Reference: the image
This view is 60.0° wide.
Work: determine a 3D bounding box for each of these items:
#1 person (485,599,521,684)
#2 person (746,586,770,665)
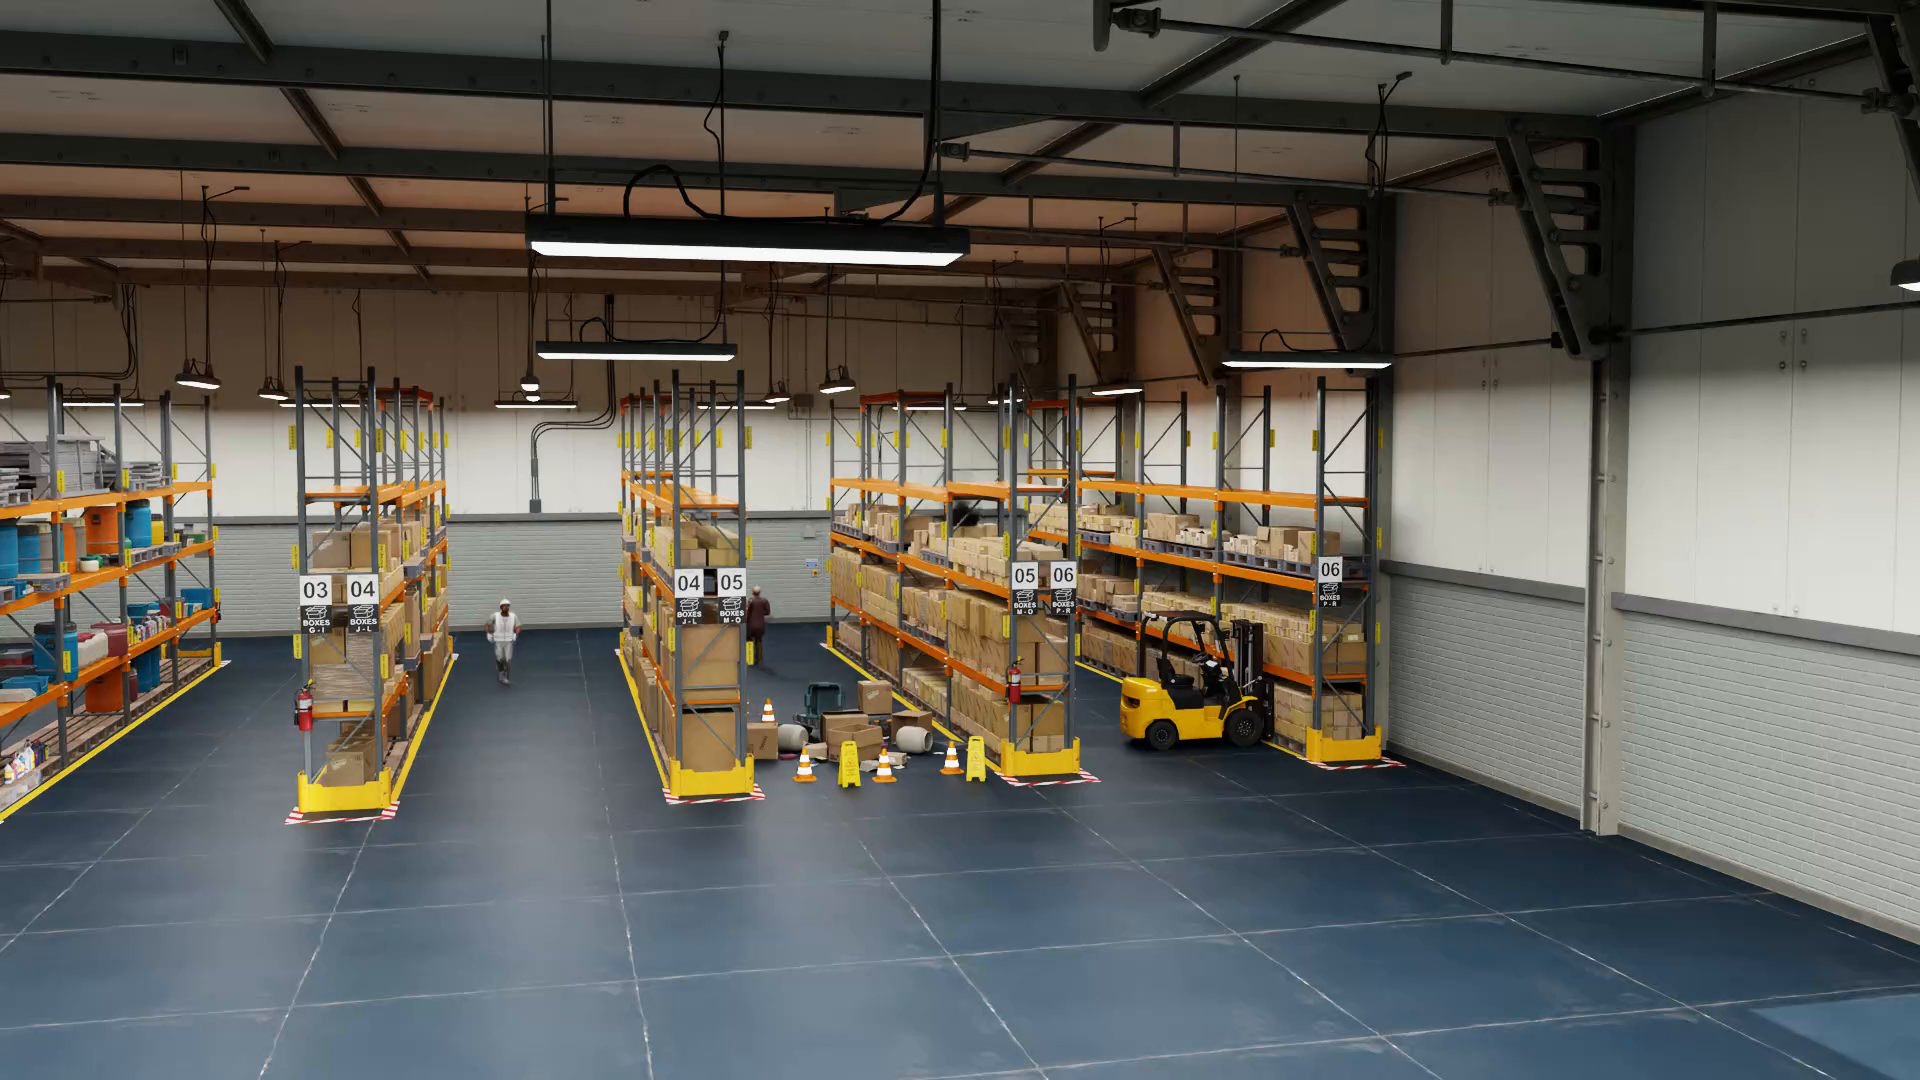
[{"bbox_3d":[-9.355,2.094,34.126,0.695,1.738,0.546,-1,4,-22],"label":"person"},{"bbox_3d":[-4.595,1.909,37.182,0.692,1.772,0.686,-2,4,-24],"label":"person"}]
